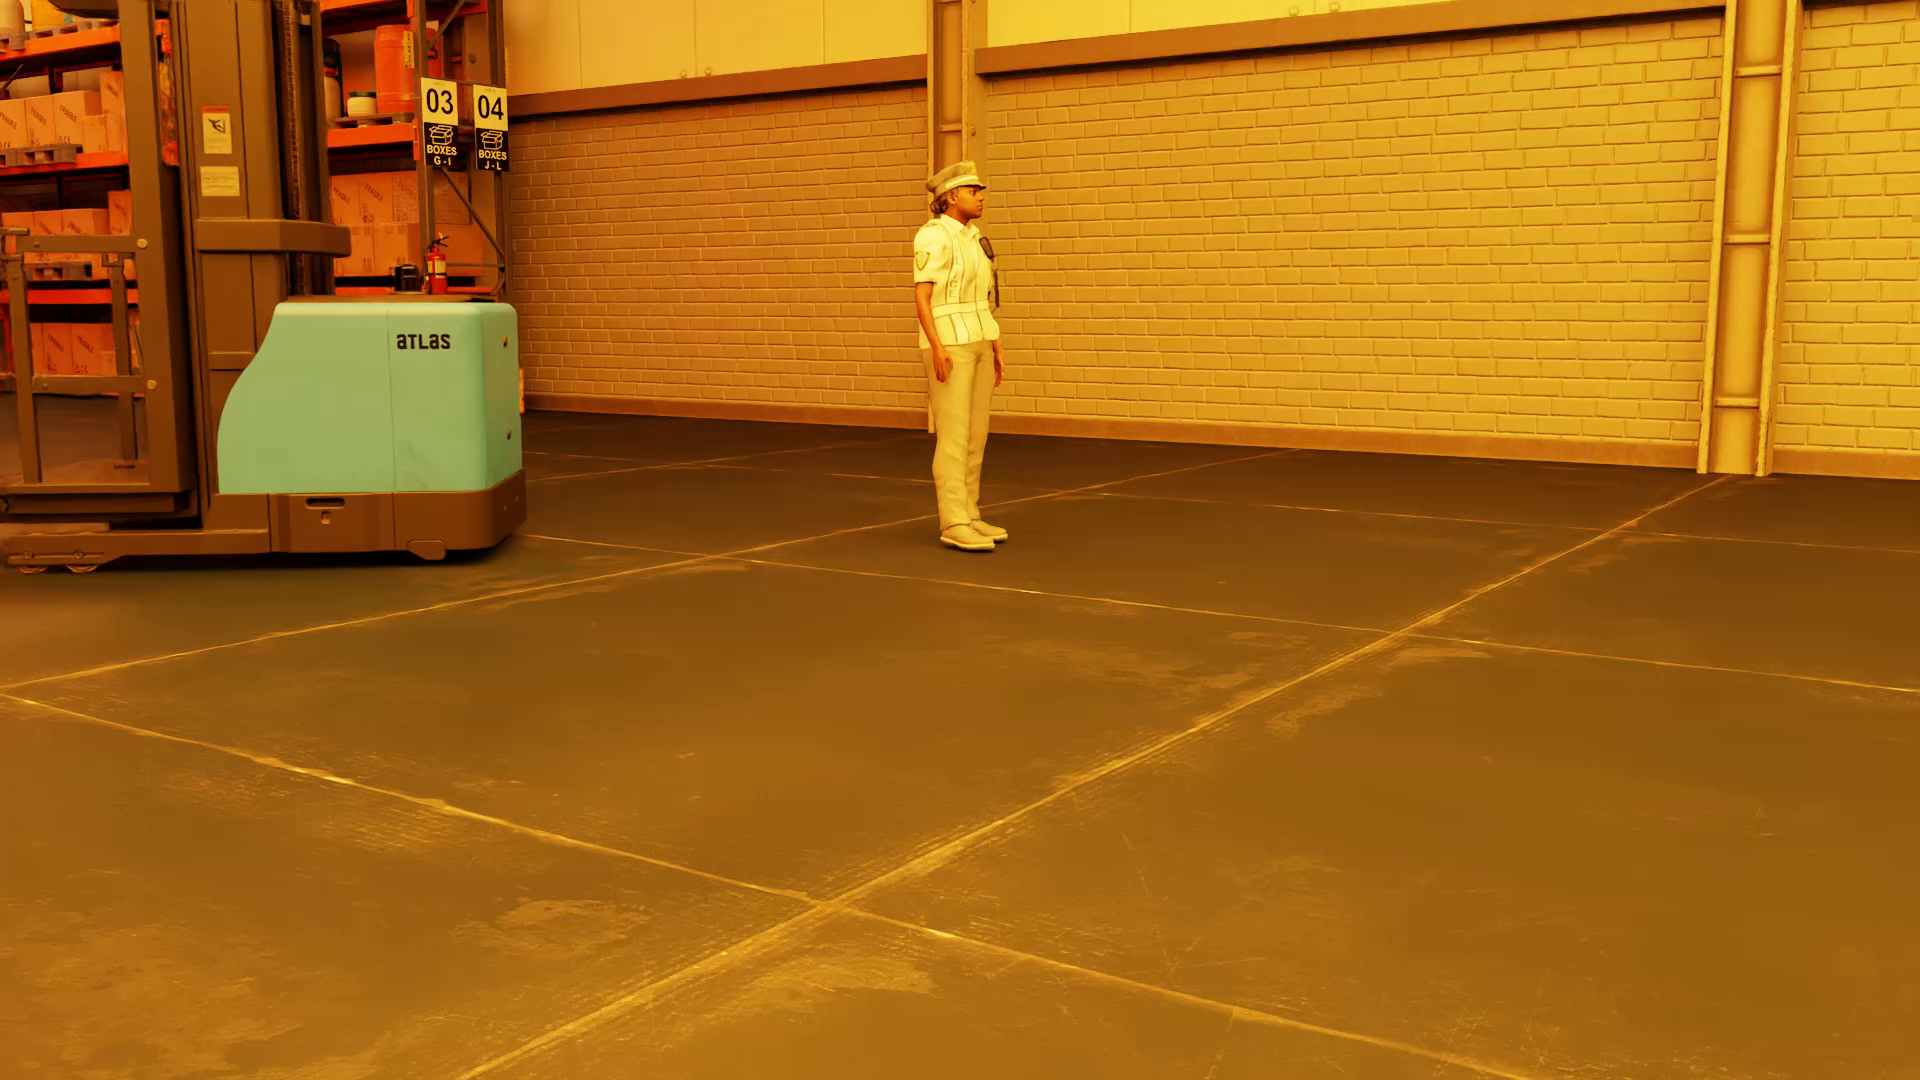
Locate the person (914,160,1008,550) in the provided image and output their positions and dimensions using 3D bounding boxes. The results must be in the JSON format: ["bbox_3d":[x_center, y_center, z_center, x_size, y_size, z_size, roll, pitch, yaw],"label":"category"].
[{"bbox_3d":[0.051,-0.838,7.425,0.528,1.695,0.569,5,10,34],"label":"person"}]

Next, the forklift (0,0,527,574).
[{"bbox_3d":[-3.486,-1.394,6.998,3.031,2.935,1.130,-1,8,-6],"label":"forklift"}]
